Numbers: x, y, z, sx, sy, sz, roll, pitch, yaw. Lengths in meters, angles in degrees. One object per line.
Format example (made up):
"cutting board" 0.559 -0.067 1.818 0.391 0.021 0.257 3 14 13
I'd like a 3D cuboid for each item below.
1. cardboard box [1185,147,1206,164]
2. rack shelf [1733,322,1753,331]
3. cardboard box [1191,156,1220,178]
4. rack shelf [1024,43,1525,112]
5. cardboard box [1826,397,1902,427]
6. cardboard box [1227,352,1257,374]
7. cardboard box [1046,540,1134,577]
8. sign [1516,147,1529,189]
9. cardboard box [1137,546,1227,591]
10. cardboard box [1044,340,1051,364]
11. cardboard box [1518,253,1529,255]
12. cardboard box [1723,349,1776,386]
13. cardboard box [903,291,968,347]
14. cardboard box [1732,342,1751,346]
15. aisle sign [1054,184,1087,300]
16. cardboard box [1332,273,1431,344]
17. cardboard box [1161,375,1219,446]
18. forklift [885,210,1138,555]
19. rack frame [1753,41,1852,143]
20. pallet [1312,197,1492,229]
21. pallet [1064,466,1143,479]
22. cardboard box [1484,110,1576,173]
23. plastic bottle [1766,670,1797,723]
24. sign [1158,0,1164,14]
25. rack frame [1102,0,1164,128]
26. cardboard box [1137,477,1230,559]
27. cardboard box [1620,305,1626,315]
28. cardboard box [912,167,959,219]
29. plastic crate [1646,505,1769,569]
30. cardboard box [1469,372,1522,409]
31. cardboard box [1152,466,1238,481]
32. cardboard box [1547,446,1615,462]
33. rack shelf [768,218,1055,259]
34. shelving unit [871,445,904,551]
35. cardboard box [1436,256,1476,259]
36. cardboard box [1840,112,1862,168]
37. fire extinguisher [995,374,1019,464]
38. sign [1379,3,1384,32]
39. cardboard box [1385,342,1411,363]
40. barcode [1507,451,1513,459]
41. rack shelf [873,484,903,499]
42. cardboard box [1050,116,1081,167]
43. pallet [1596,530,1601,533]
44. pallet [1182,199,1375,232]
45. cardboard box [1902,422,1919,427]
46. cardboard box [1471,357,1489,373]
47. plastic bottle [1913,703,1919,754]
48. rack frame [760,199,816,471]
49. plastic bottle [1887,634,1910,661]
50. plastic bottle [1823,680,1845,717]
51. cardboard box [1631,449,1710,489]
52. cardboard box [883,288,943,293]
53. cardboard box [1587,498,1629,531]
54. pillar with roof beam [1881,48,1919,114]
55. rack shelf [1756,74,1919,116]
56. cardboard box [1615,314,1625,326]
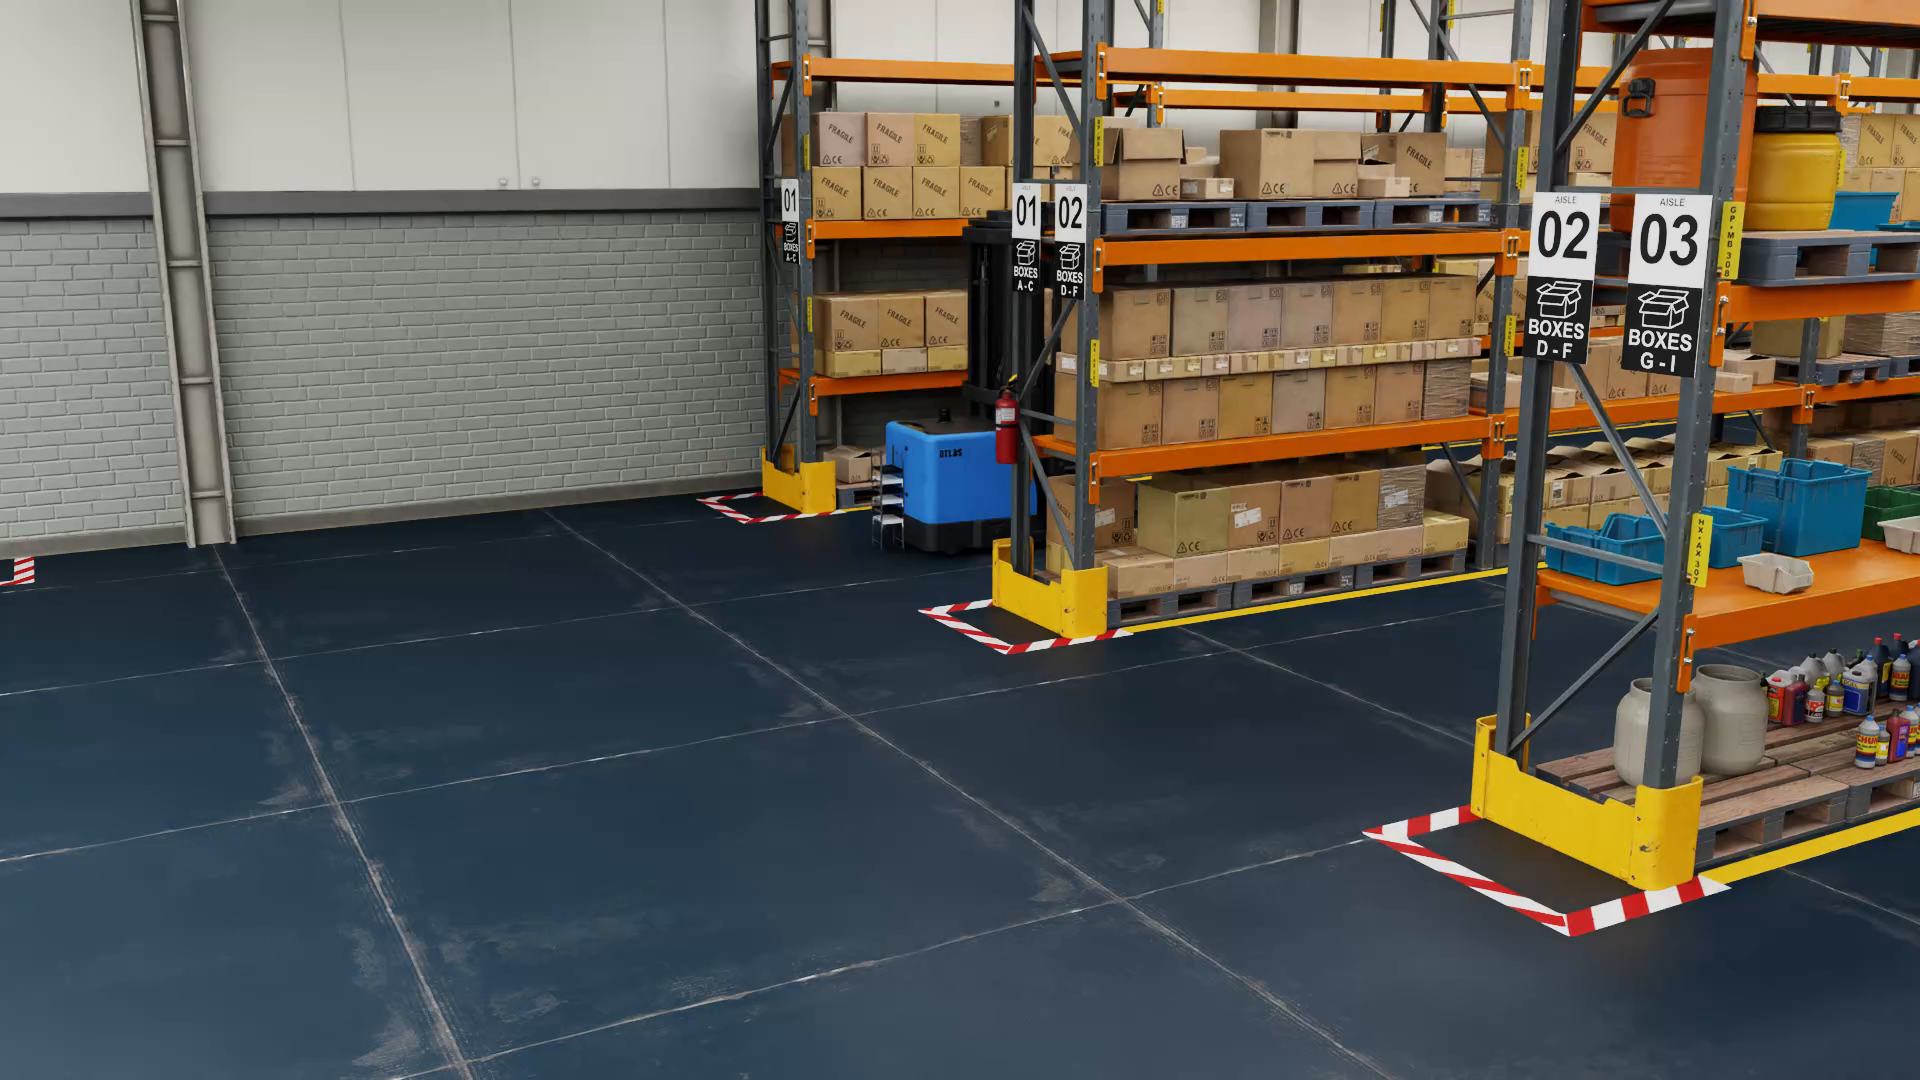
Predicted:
"cardboard box" 2.333 -4.015 18.102 0.500 0.500 0.500 -5 13 -20
"rack shelf" 10.592 -2.957 23.055 4.000 0.370 1.077 -7 14 -28
"cardboard box" 2.053 -2.804 12.834 0.500 0.311 0.500 -5 14 -21
"rack shelf" 2.436 -3.472 12.590 4.000 0.370 1.077 -7 14 -28
"cardboard box" 9.354 -1.342 17.225 0.500 0.250 0.500 -7 15 -29
"cardboard box" 2.033 -1.355 12.592 0.250 0.149 0.380 -7 15 -30
"cardboard box" 1.010 0.142 12.951 0.500 0.250 0.500 -7 14 -28
"sign" 4.459 -2.949 13.192 0.005 0.325 0.100 -7 14 -28
"cardboard box" 1.695 0.189 12.744 0.500 0.250 0.500 -7 14 -28
"cardboard box" 0.669 -1.977 17.360 0.500 0.250 0.500 -7 14 -28
"cardboard box" 7.414 -3.559 21.432 0.500 0.250 0.500 -7 15 -30
"cardboard box" 7.362 -1.649 15.808 0.500 0.311 0.500 -6 14 -24
"cardboard box" -0.238 -2.233 16.788 0.500 0.500 0.500 -7 15 -30
"cardboard box" 11.131 -2.699 23.530 0.250 0.149 0.380 -7 14 -27
"aisle sign" 0.770 -2.083 11.613 0.004 0.787 0.394 -7 14 -28
"cardboard box" 3.362 -1.882 13.457 0.500 0.500 0.700 -7 14 -28
"cardboard box" 1.555 -1.032 12.637 0.500 0.500 0.700 -6 14 -26
"forklift" 0.878 -1.494 15.074 3.031 2.935 1.130 -6 14 -24
"rack frame" 7.702 -4.649 15.272 0.127 3.000 1.000 -7 14 -28
"pallet" 3.455 -2.627 13.320 1.213 0.211 1.003 -7 14 -28
"pallet" 1.242 -0.818 18.263 1.213 0.211 1.003 -7 14 -28
"cardboard box" 4.752 -3.320 13.874 0.500 0.500 0.500 -7 14 -27
"plastic bottle" 4.687 0.889 9.527 0.135 0.276 0.152 -7 14 -27
"sign" 2.058 -5.570 17.058 0.005 0.325 0.100 -7 14 -28
"rack frame" 1.815 -5.183 17.642 0.127 3.000 1.000 -7 14 -28
"cardboard box" 1.696 -0.177 12.660 0.500 0.500 0.500 -7 14 -28
"cardboard box" 8.552 -3.204 21.563 0.500 0.500 0.500 -7 15 -29
"cardboard box" -0.341 -3.449 16.498 0.500 0.500 0.500 -6 14 -25
"plastic crate" 3.919 -0.031 8.753 0.408 0.251 0.499 -7 14 -28
"cardboard box" 4.603 -1.289 14.345 0.500 0.250 0.500 -6 14 -24
"cardboard box" 1.879 -0.332 13.350 0.500 0.500 0.500 -7 14 -28
"cardboard box" 5.745 -0.697 15.402 0.500 0.311 0.500 -7 14 -29
"rack shelf" 0.059 -3.158 17.116 4.000 0.370 1.077 -7 14 -28
"shelving unit" -0.643 -0.375 14.727 0.210 0.900 0.258 -6 14 -24
"cardboard box" 6.056 -3.398 20.716 0.500 0.250 0.500 -7 15 -30
"cardboard box" 8.088 -3.767 15.679 0.500 0.500 0.500 -7 14 -28
"fire extinguisher" 0.354 -0.920 12.542 0.183 0.674 0.296 -7 14 -28
"sign" 5.056 -6.243 19.866 0.005 0.325 0.100 -7 14 -28
"cardboard box" 3.379 -1.515 13.306 0.250 0.149 0.380 -7 14 -28
"barcode" 4.615 -0.712 13.944 0.075 0.075 0.001 -7 14 -28
"rack shelf" -0.643 -0.431 14.715 0.200 0.077 0.258 -6 14 -24
"cardboard box" 1.026 -4.101 17.116 0.500 0.500 0.500 -6 14 -25
"pallet" 5.891 -0.155 15.319 1.213 0.211 1.003 -7 14 -28
"pallet" 2.386 -2.500 12.754 1.213 0.211 1.003 -7 14 -28
"cardboard box" 10.039 -0.928 17.093 0.500 0.500 0.500 -7 14 -27
"cardboard box" 6.034 -1.885 20.592 0.750 0.750 0.750 -7 14 -29
"plastic bottle" 5.180 1.013 8.987 0.097 0.271 0.097 0 13 0
"rack frame" -1.696 -1.835 16.431 0.127 3.000 1.000 -7 14 -28
"plastic bottle" 5.654 0.736 10.038 0.185 0.351 0.144 -6 14 -26
"plastic bottle" 5.048 0.912 9.598 0.097 0.201 0.097 0 13 0
"cardboard box" 6.463 -0.648 15.187 0.500 0.311 0.500 -7 14 -28
"cardboard box" -0.486 -2.334 17.238 0.500 0.500 0.500 -7 15 -29
"cardboard box" 5.567 -0.268 14.775 0.500 0.250 0.500 -7 15 -30
"pillar with roof beam" 16.366 -6.066 21.568 0.400 9.000 9.100 -7 14 -28
"rack shelf" 9.458 -4.314 16.330 4.000 0.370 1.077 -7 14 -28
"cardboard box" 8.465 -2.863 21.527 0.250 0.149 0.380 -7 14 -27
